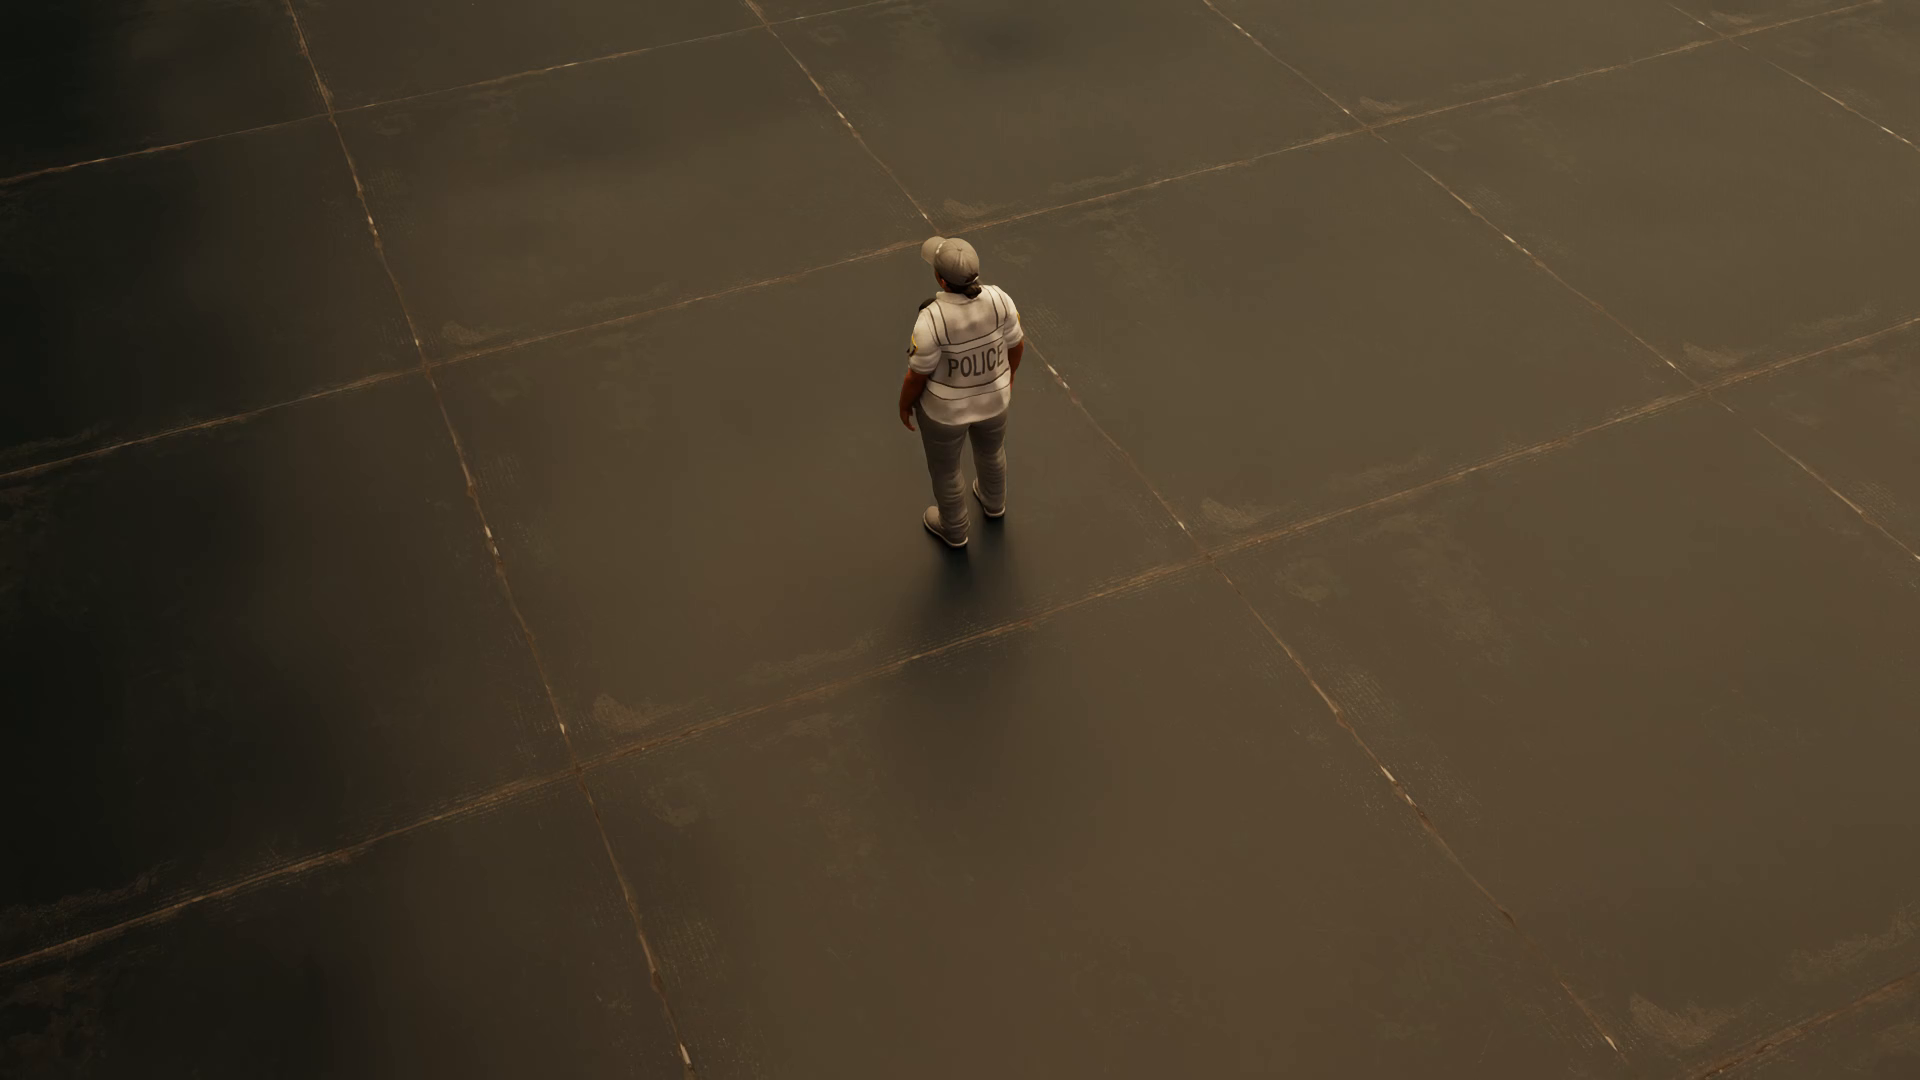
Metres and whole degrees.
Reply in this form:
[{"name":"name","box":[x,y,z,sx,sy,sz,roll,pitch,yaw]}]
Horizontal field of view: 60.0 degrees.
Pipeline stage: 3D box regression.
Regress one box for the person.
[{"name":"person","box":[-0.011,-0.669,7.312,0.598,1.670,0.529,-18,46,-18]}]
